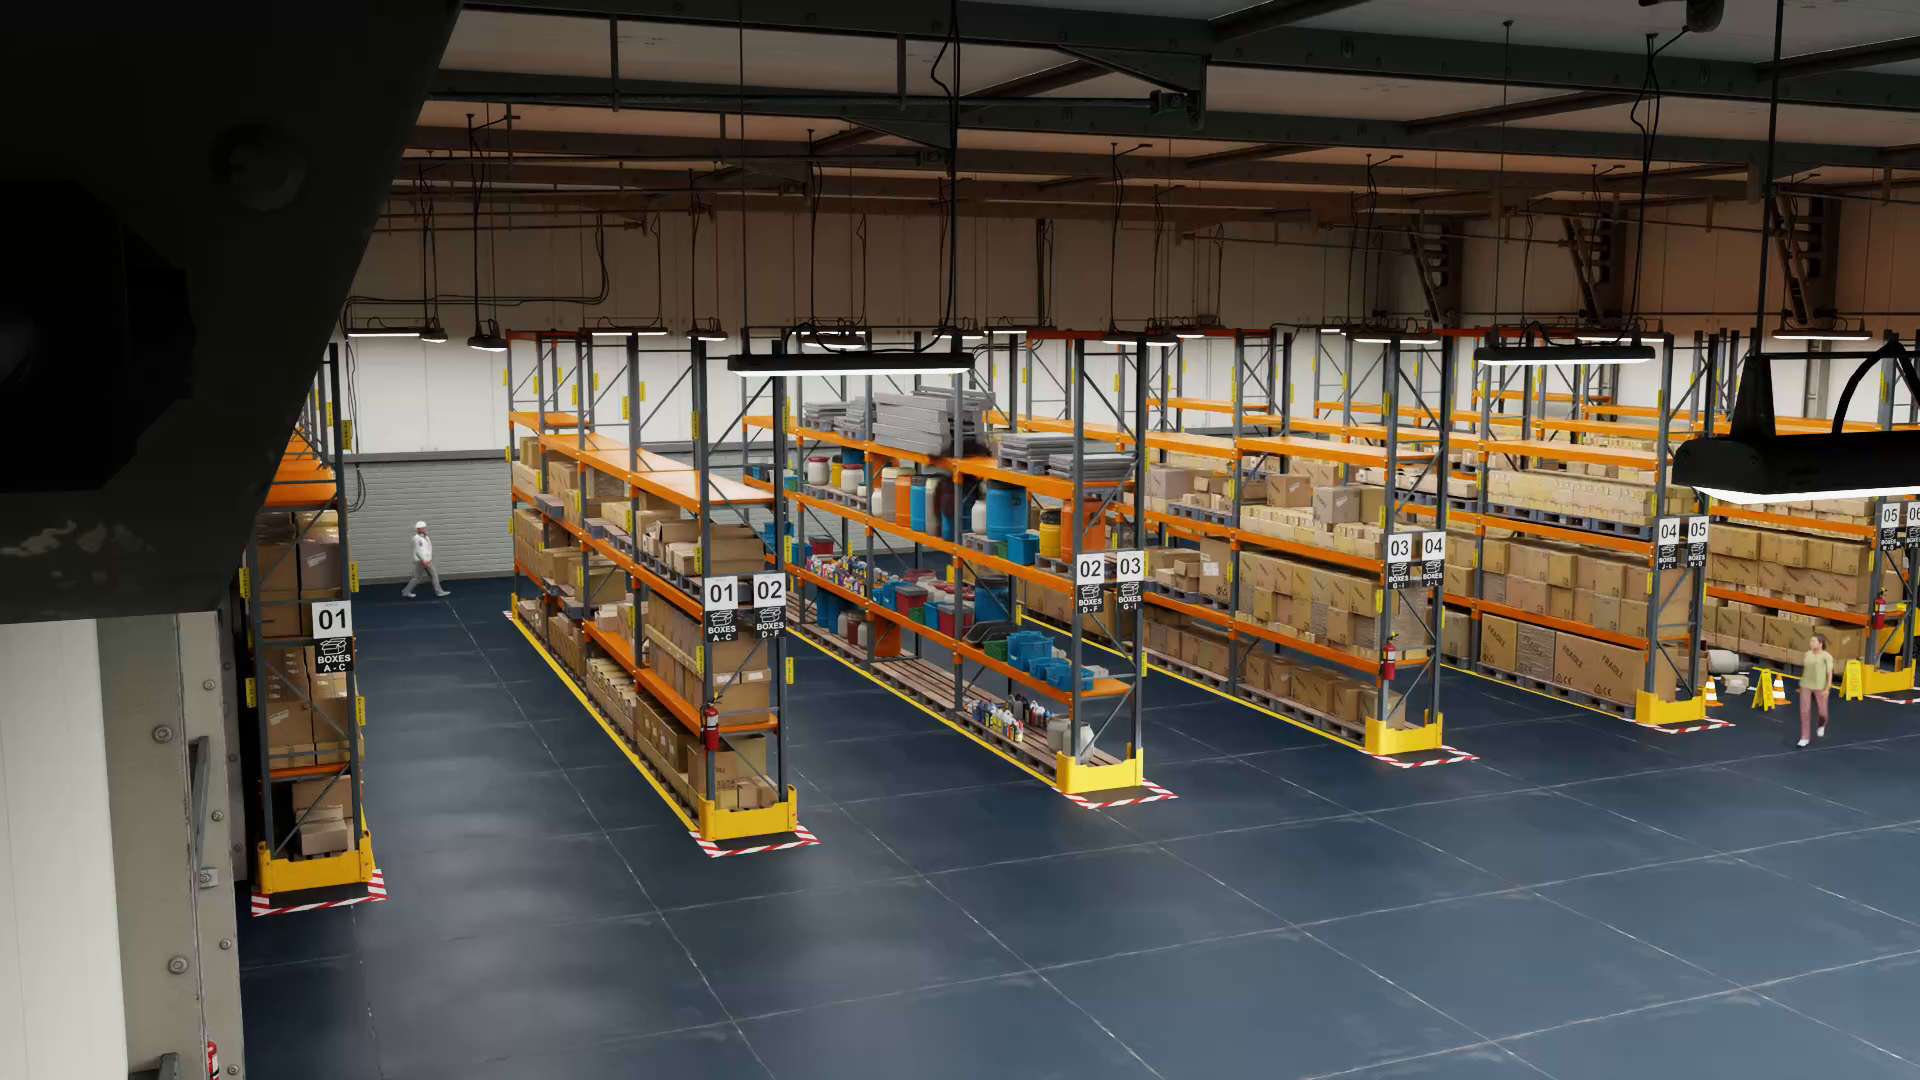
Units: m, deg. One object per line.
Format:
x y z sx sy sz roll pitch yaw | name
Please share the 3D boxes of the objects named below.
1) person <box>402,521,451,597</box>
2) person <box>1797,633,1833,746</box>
-11.930 0.436 37.082 1.023 1.730 0.661 -1 8 -9 | person
12.591 2.186 24.479 0.439 1.653 0.646 5 9 32 | person
